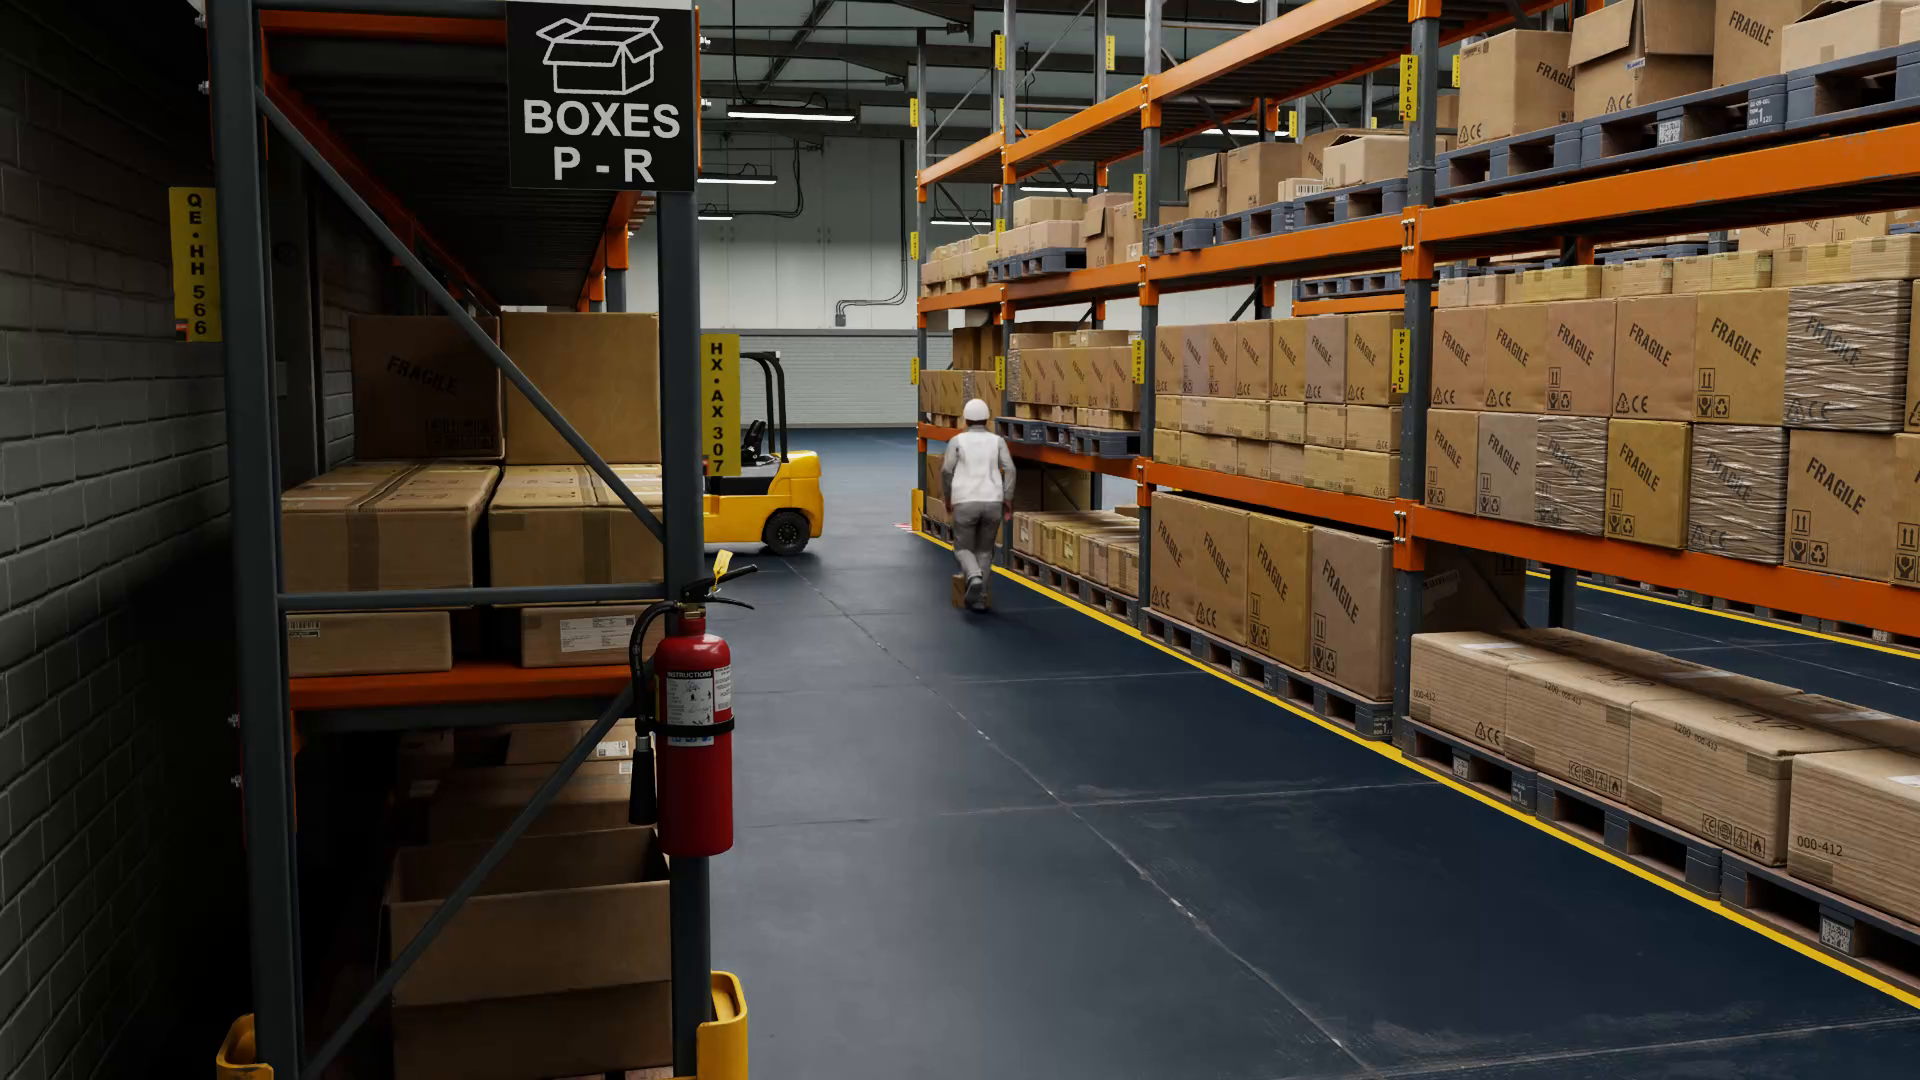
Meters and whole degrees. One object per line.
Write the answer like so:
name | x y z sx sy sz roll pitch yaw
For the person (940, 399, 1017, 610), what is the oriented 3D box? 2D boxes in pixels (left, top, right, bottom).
person | 0.157 -0.281 13.579 0.624 1.735 0.692 -1 6 -11
